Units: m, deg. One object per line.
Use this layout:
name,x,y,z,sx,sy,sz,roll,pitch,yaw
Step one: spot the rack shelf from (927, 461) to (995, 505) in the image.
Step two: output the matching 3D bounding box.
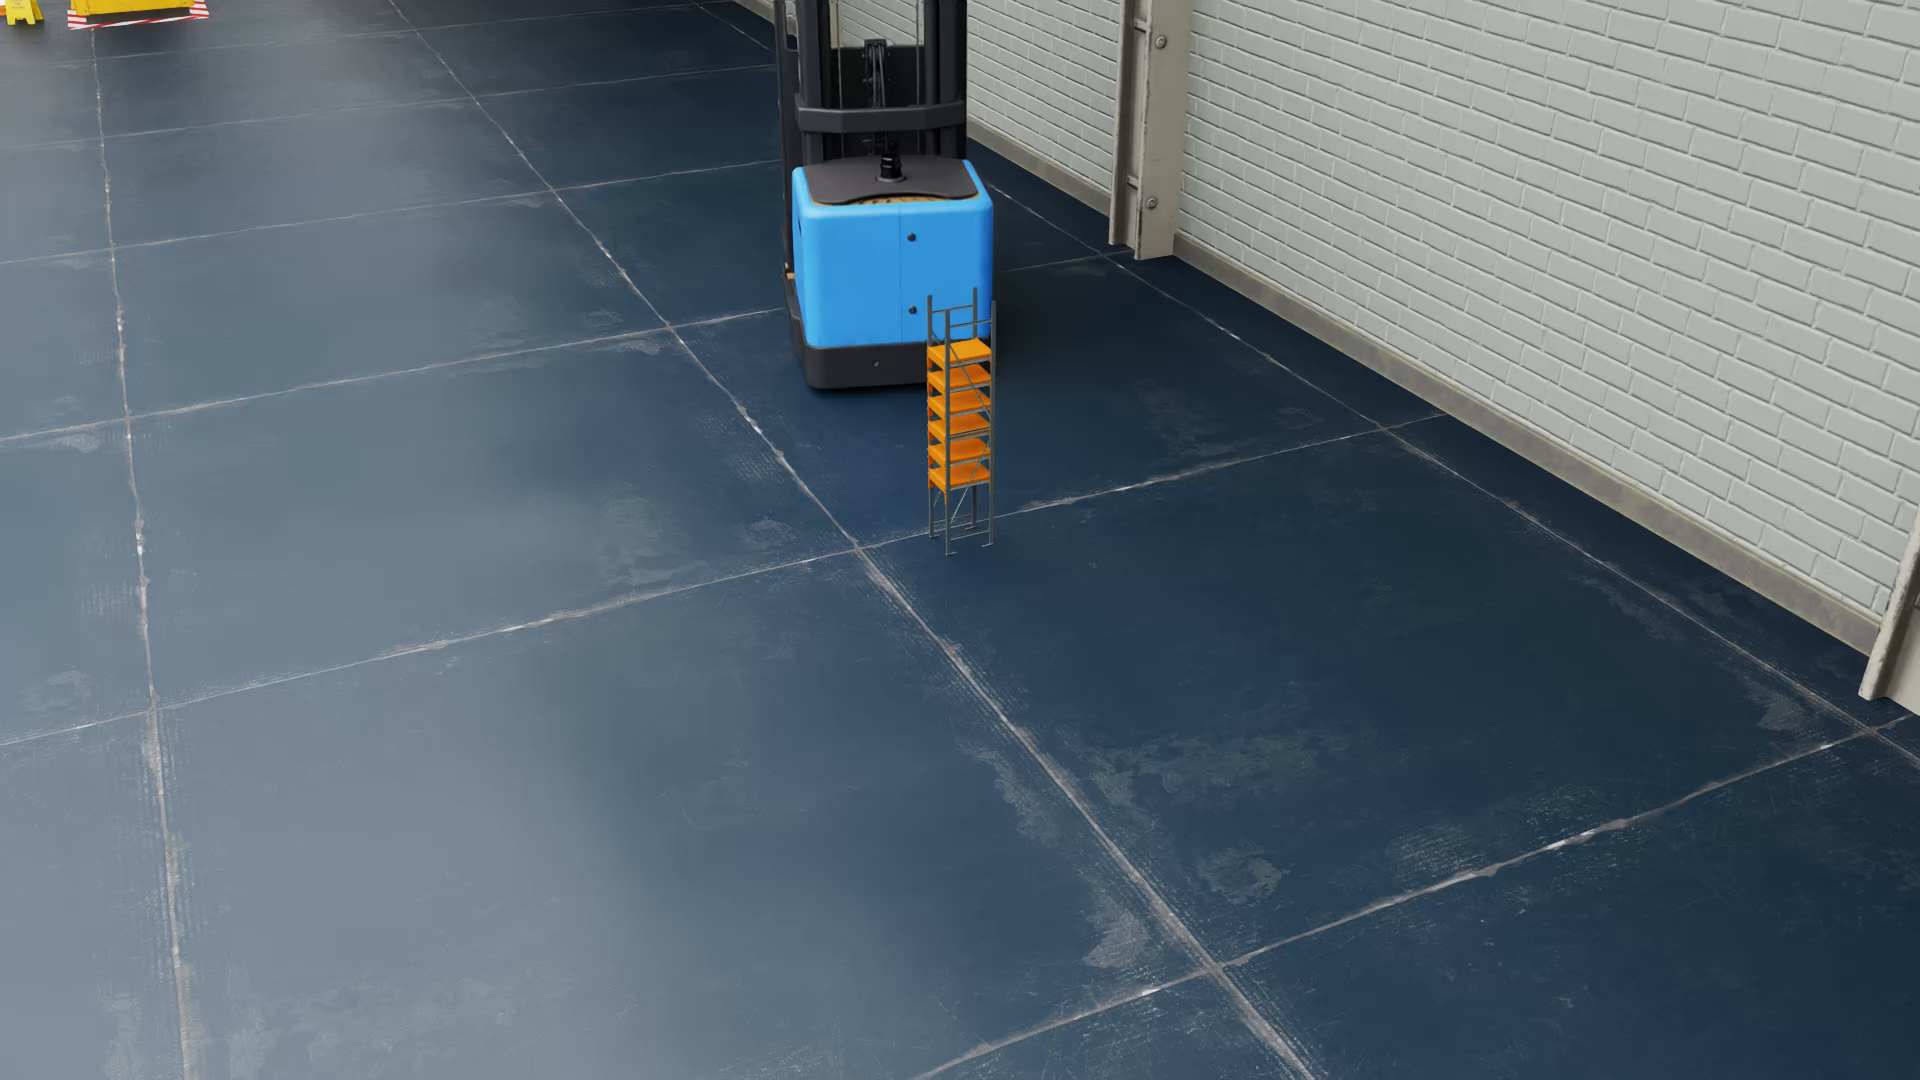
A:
rack shelf,0.006,-0.269,7.584,0.258,0.103,0.180,-13,32,-22

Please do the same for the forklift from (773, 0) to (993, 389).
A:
forklift,-0.541,-2.803,9.752,1.130,2.935,3.031,-4,30,-8

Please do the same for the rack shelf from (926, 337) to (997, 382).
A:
rack shelf,0.006,-0.792,7.291,0.258,0.103,0.180,-13,32,-22

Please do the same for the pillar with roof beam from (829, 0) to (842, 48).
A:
pillar with roof beam,-5.226,-7.652,12.196,9.100,9.000,0.400,-13,32,-22

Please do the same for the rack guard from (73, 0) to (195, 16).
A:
rack guard,-8.943,-5.993,17.926,1.175,0.500,0.348,-13,32,-22

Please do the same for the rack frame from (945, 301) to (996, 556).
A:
rack frame,0.046,-0.477,7.373,0.240,1.200,0.006,-13,32,-22

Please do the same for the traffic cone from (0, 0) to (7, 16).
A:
traffic cone,-10.260,-5.862,17.731,0.336,0.463,0.334,-13,32,-22

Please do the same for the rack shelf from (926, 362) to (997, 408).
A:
rack shelf,0.006,-0.688,7.349,0.258,0.103,0.180,-13,32,-22

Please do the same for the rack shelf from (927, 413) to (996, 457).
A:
rack shelf,0.006,-0.478,7.467,0.258,0.103,0.180,-13,32,-22

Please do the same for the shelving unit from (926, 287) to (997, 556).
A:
shelving unit,0.006,-0.517,7.445,0.258,1.200,0.189,-13,32,-22

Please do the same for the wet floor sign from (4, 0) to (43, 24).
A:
wet floor sign,-9.795,-5.714,17.280,0.267,0.644,0.232,-3,29,-5

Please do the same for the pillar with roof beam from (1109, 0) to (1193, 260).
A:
pillar with roof beam,-2.650,-5.002,7.469,9.100,9.000,0.400,-13,32,-22

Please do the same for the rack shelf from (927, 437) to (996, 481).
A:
rack shelf,0.006,-0.374,7.526,0.258,0.103,0.180,-13,32,-22

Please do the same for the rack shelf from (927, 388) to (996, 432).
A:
rack shelf,0.006,-0.583,7.408,0.258,0.103,0.180,-13,32,-22

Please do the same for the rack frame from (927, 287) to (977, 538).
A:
rack frame,-0.033,-0.557,7.517,0.240,1.200,0.006,-13,32,-22
